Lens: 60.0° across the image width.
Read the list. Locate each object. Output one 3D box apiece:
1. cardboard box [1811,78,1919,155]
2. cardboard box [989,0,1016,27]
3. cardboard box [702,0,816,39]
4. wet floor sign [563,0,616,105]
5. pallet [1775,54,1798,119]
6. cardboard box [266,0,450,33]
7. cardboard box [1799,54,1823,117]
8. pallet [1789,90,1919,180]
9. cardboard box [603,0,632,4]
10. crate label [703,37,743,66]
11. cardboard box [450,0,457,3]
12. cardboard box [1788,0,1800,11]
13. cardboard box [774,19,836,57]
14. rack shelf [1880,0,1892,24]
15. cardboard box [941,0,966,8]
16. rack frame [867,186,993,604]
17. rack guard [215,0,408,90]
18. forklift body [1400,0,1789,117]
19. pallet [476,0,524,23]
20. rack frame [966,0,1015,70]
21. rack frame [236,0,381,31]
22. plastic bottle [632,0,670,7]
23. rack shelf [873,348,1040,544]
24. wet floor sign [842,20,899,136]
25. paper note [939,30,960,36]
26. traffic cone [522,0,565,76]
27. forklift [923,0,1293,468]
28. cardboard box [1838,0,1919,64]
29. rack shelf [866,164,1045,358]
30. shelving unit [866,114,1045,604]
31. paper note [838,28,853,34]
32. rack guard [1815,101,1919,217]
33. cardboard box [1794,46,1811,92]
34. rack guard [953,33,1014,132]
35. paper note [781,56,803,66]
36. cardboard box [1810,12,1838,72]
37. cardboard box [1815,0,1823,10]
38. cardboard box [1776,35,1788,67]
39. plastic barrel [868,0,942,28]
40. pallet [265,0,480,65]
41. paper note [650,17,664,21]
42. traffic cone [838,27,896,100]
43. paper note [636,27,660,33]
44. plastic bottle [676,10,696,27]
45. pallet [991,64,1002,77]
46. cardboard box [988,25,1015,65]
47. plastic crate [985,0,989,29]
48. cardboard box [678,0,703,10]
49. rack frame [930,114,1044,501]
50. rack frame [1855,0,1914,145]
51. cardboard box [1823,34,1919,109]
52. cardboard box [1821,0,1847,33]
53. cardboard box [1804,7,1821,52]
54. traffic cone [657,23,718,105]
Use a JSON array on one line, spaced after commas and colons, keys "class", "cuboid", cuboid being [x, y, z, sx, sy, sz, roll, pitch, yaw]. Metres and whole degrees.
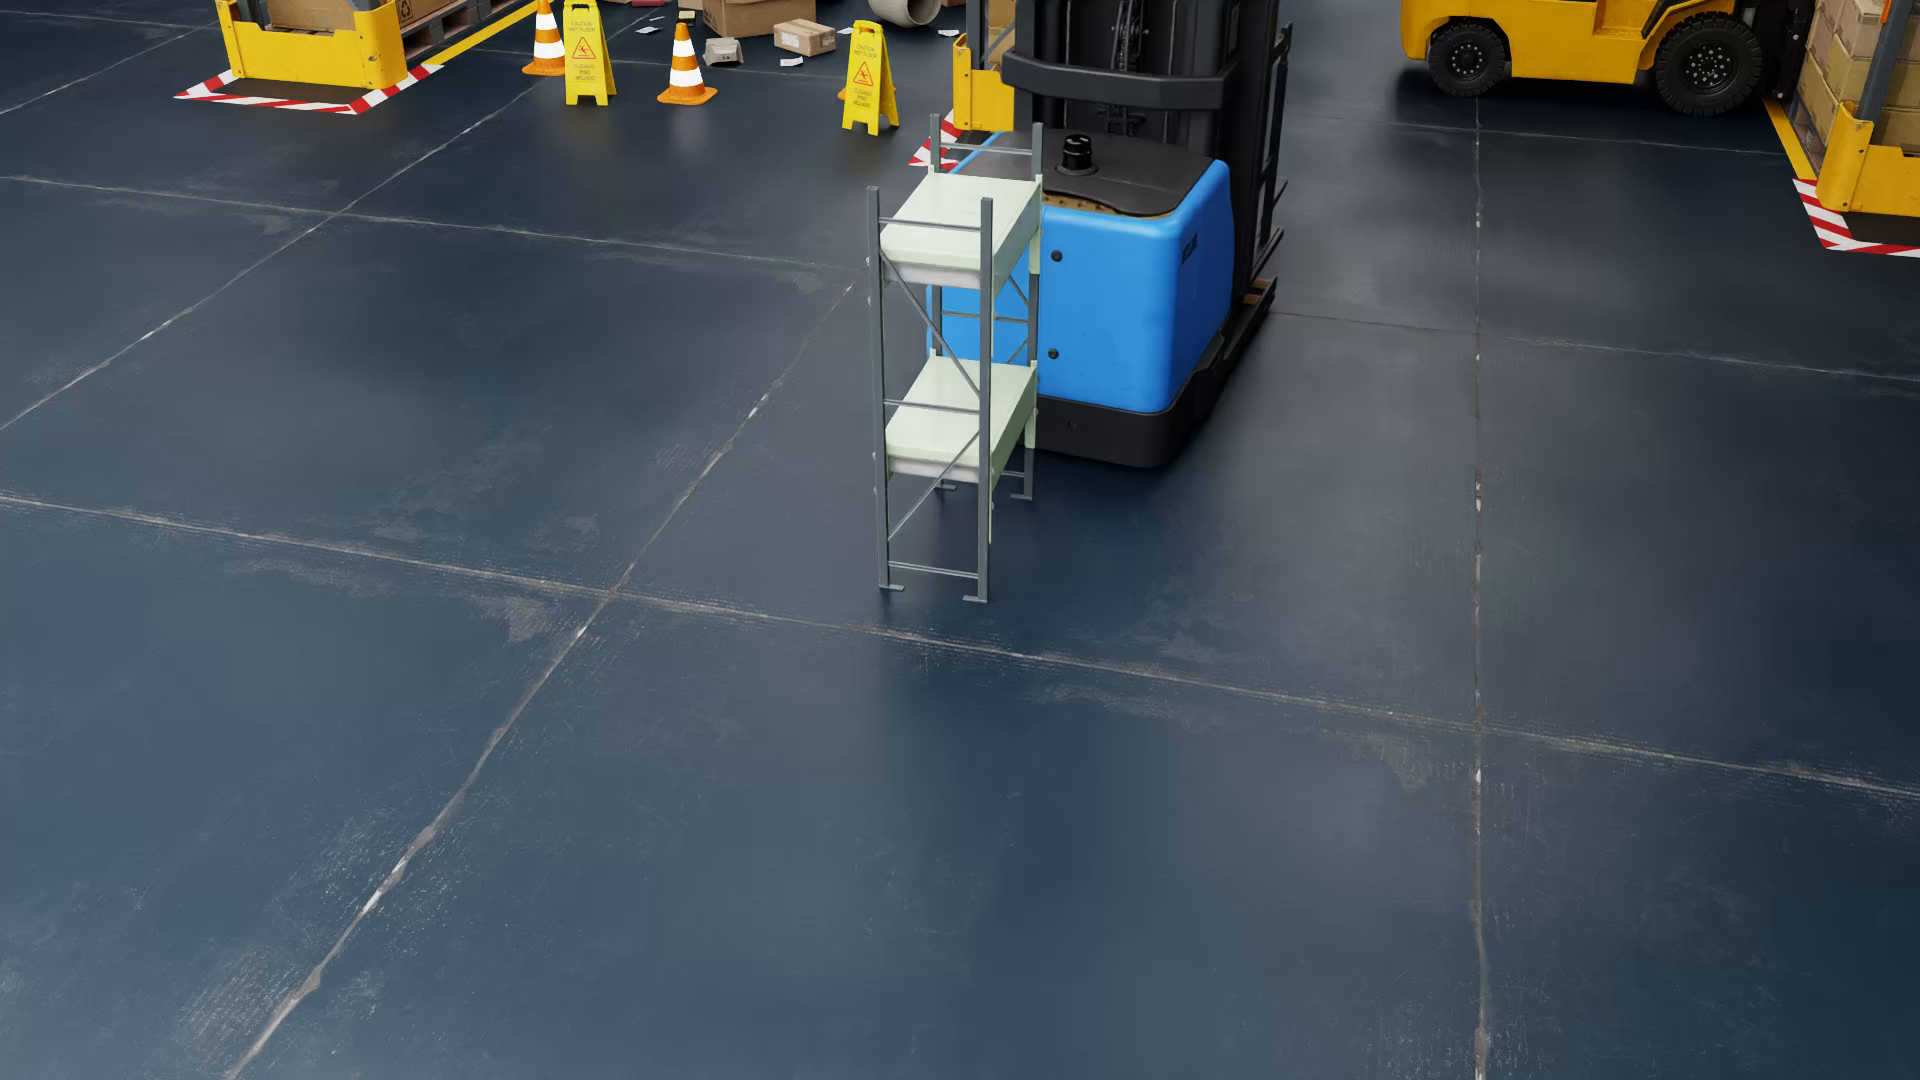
[{"class": "cardboard box", "cuboid": [5.150, -2.398, 9.397, 0.500, 0.250, 0.500, 8, 33, 13]}, {"class": "cardboard box", "cuboid": [0.485, -3.552, 10.515, 0.500, 0.500, 0.500, 8, 33, 13]}, {"class": "cardboard box", "cuboid": [-1.469, -3.970, 12.027, 0.797, 0.503, 0.637, -14, 35, -21]}, {"class": "wet floor sign", "cuboid": [-2.372, -3.111, 10.542, 0.267, 0.644, 0.232, 3, 33, 4]}, {"class": "pallet", "cuboid": [5.802, -2.951, 10.695, 1.003, 0.211, 1.213, 8, 33, 12]}, {"class": "cardboard box", "cuboid": [-4.171, -4.031, 11.384, 0.875, 0.875, 0.875, 8, 33, 13]}, {"class": "cardboard box", "cuboid": [5.285, -2.654, 9.801, 0.500, 0.250, 0.500, 8, 33, 12]}, {"class": "pallet", "cuboid": [5.490, -2.320, 9.702, 1.003, 0.211, 1.213, 8, 33, 12]}, {"class": "cardboard box", "cuboid": [-2.666, -4.466, 12.807, 0.500, 0.500, 0.500, 14, 35, 21]}, {"class": "crate label", "cuboid": [-1.625, -3.350, 11.391, 0.250, 0.136, 0.298, -8, 33, -13]}, {"class": "cardboard box", "cuboid": [-3.950, -4.488, 12.102, 0.875, 0.875, 0.875, 8, 33, 12]}, {"class": "cardboard box", "cuboid": [5.536, -3.406, 10.517, 0.500, 0.250, 0.500, 8, 33, 12]}, {"class": "cardboard box", "cuboid": [-1.087, -3.520, 11.648, 0.380, 0.149, 0.250, 28, 42, 36]}, {"class": "rack shelf", "cuboid": [5.844, -3.828, 10.146, 1.077, 0.370, 4.000, 8, 33, 12]}, {"class": "cardboard box", "cuboid": [-0.039, -4.419, 12.733, 0.500, 0.500, 0.500, -21, 38, -29]}, {"class": "rack frame", "cuboid": [-0.095, -0.440, 5.543, 0.400, 1.500, 0.023, 8, 33, 12]}, {"class": "rack guard", "cuboid": [-4.286, -3.322, 11.009, 1.175, 0.500, 0.348, 8, 33, 12]}, {"class": "forklift body", "cuboid": [4.053, -3.968, 10.487, 2.313, 2.155, 1.214, 8, 33, 12]}, {"class": "pallet", "cuboid": [-3.841, -4.269, 12.769, 1.003, 0.211, 1.213, 8, 33, 12]}, {"class": "rack frame", "cuboid": [0.534, -3.768, 9.381, 1.000, 3.000, 0.127, 8, 33, 12]}, {"class": "rack frame", "cuboid": [-4.279, -4.389, 10.358, 1.000, 3.000, 0.127, 8, 33, 12]}, {"class": "plastic bottle", "cuboid": [-2.345, -4.097, 12.637, 0.283, 0.061, 0.133, -3, 33, -4]}, {"class": "rack shelf", "cuboid": [-0.002, -0.354, 6.017, 0.431, 0.370, 0.720, 8, 33, 12]}, {"class": "wet floor sign", "cuboid": [-0.549, -2.821, 10.087, 0.267, 0.644, 0.232, 20, 38, 29]}, {"class": "paper note", "cuboid": [-0.079, -3.661, 11.980, 0.142, 0.019, 0.148, -3, 33, -4]}, {"class": "traffic cone", "cuboid": [-2.771, -3.401, 11.168, 0.336, 0.463, 0.334, 8, 33, 12]}, {"class": "forklift", "cuboid": [0.869, -2.300, 7.136, 1.130, 2.935, 3.031, 12, 34, 18]}, {"class": "cardboard box", "cuboid": [5.152, -2.814, 9.120, 0.500, 0.250, 0.500, 9, 34, 14]}, {"class": "rack shelf", "cuboid": [-0.002, -0.959, 5.633, 0.431, 0.370, 0.720, 8, 33, 12]}, {"class": "shelving unit", "cuboid": [-0.002, -0.629, 5.842, 0.431, 1.500, 0.755, 8, 33, 12]}, {"class": "paper note", "cuboid": [-0.791, -3.692, 12.040, 0.148, 0.019, 0.142, 20, 38, 29]}, {"class": "rack guard", "cuboid": [5.330, -2.027, 8.972, 1.175, 0.500, 0.348, 8, 33, 12]}, {"class": "cardboard box", "cuboid": [5.421, -2.913, 10.207, 0.500, 0.250, 0.500, 8, 33, 13]}, {"class": "rack guard", "cuboid": [0.553, -2.752, 10.114, 1.175, 0.500, 0.348, 8, 33, 12]}, {"class": "paper note", "cuboid": [-1.151, -3.276, 11.375, 0.148, 0.019, 0.142, -3, 33, -4]}, {"class": "cardboard box", "cuboid": [5.295, -2.876, 9.683, 0.500, 0.250, 0.500, 8, 33, 12]}, {"class": "cardboard box", "cuboid": [5.394, -3.343, 9.952, 0.500, 0.250, 0.500, 8, 33, 13]}, {"class": "cardboard box", "cuboid": [5.531, -3.185, 10.636, 0.500, 0.250, 0.500, 9, 34, 14]}, {"class": "plastic barrel", "cuboid": [-0.406, -3.959, 12.082, 0.421, 0.421, 0.512, -21, 38, -29]}, {"class": "pallet", "cuboid": [-4.152, -3.638, 11.776, 1.003, 0.211, 1.213, 8, 33, 12]}, {"class": "paper note", "cuboid": [-2.245, -3.863, 12.316, 0.032, 0.001, 0.123, 28, 42, 36]}, {"class": "traffic cone", "cuboid": [-0.604, -3.096, 10.689, 0.336, 0.463, 0.334, 8, 33, 12]}, {"class": "paper note", "cuboid": [-2.250, -3.697, 12.038, 0.144, 0.017, 0.142, 20, 38, 29]}, {"class": "plastic bottle", "cuboid": [-2.013, -3.848, 12.245, 0.133, 0.061, 0.283, -3, 33, -4]}, {"class": "pallet", "cuboid": [0.794, -3.047, 10.847, 1.003, 0.211, 1.213, 8, 33, 12]}, {"class": "cardboard box", "cuboid": [0.485, -3.253, 10.743, 0.500, 0.250, 0.500, 8, 33, 12]}, {"class": "plastic crate", "cuboid": [0.358, -3.908, 12.323, 0.402, 0.080, 0.583, -3, 33, -4]}, {"class": "cardboard box", "cuboid": [-1.919, -4.168, 12.560, 0.396, 0.266, 0.258, 14, 35, 21]}, {"class": "rack frame", "cuboid": [0.091, -0.819, 6.141, 0.400, 1.500, 0.023, 8, 33, 12]}, {"class": "rack frame", "cuboid": [5.336, -3.094, 8.321, 1.000, 3.000, 0.127, 8, 33, 12]}, {"class": "cardboard box", "cuboid": [5.157, -2.617, 9.276, 0.500, 0.250, 0.500, 8, 33, 12]}, {"class": "cardboard box", "cuboid": [5.275, -3.080, 9.538, 0.500, 0.250, 0.500, 9, 33, 13]}, {"class": "cardboard box", "cuboid": [5.406, -3.146, 10.109, 0.500, 0.250, 0.500, 7, 33, 11]}, {"class": "traffic cone", "cuboid": [-1.764, -3.071, 10.649, 0.336, 0.463, 0.334, 8, 33, 12]}]
